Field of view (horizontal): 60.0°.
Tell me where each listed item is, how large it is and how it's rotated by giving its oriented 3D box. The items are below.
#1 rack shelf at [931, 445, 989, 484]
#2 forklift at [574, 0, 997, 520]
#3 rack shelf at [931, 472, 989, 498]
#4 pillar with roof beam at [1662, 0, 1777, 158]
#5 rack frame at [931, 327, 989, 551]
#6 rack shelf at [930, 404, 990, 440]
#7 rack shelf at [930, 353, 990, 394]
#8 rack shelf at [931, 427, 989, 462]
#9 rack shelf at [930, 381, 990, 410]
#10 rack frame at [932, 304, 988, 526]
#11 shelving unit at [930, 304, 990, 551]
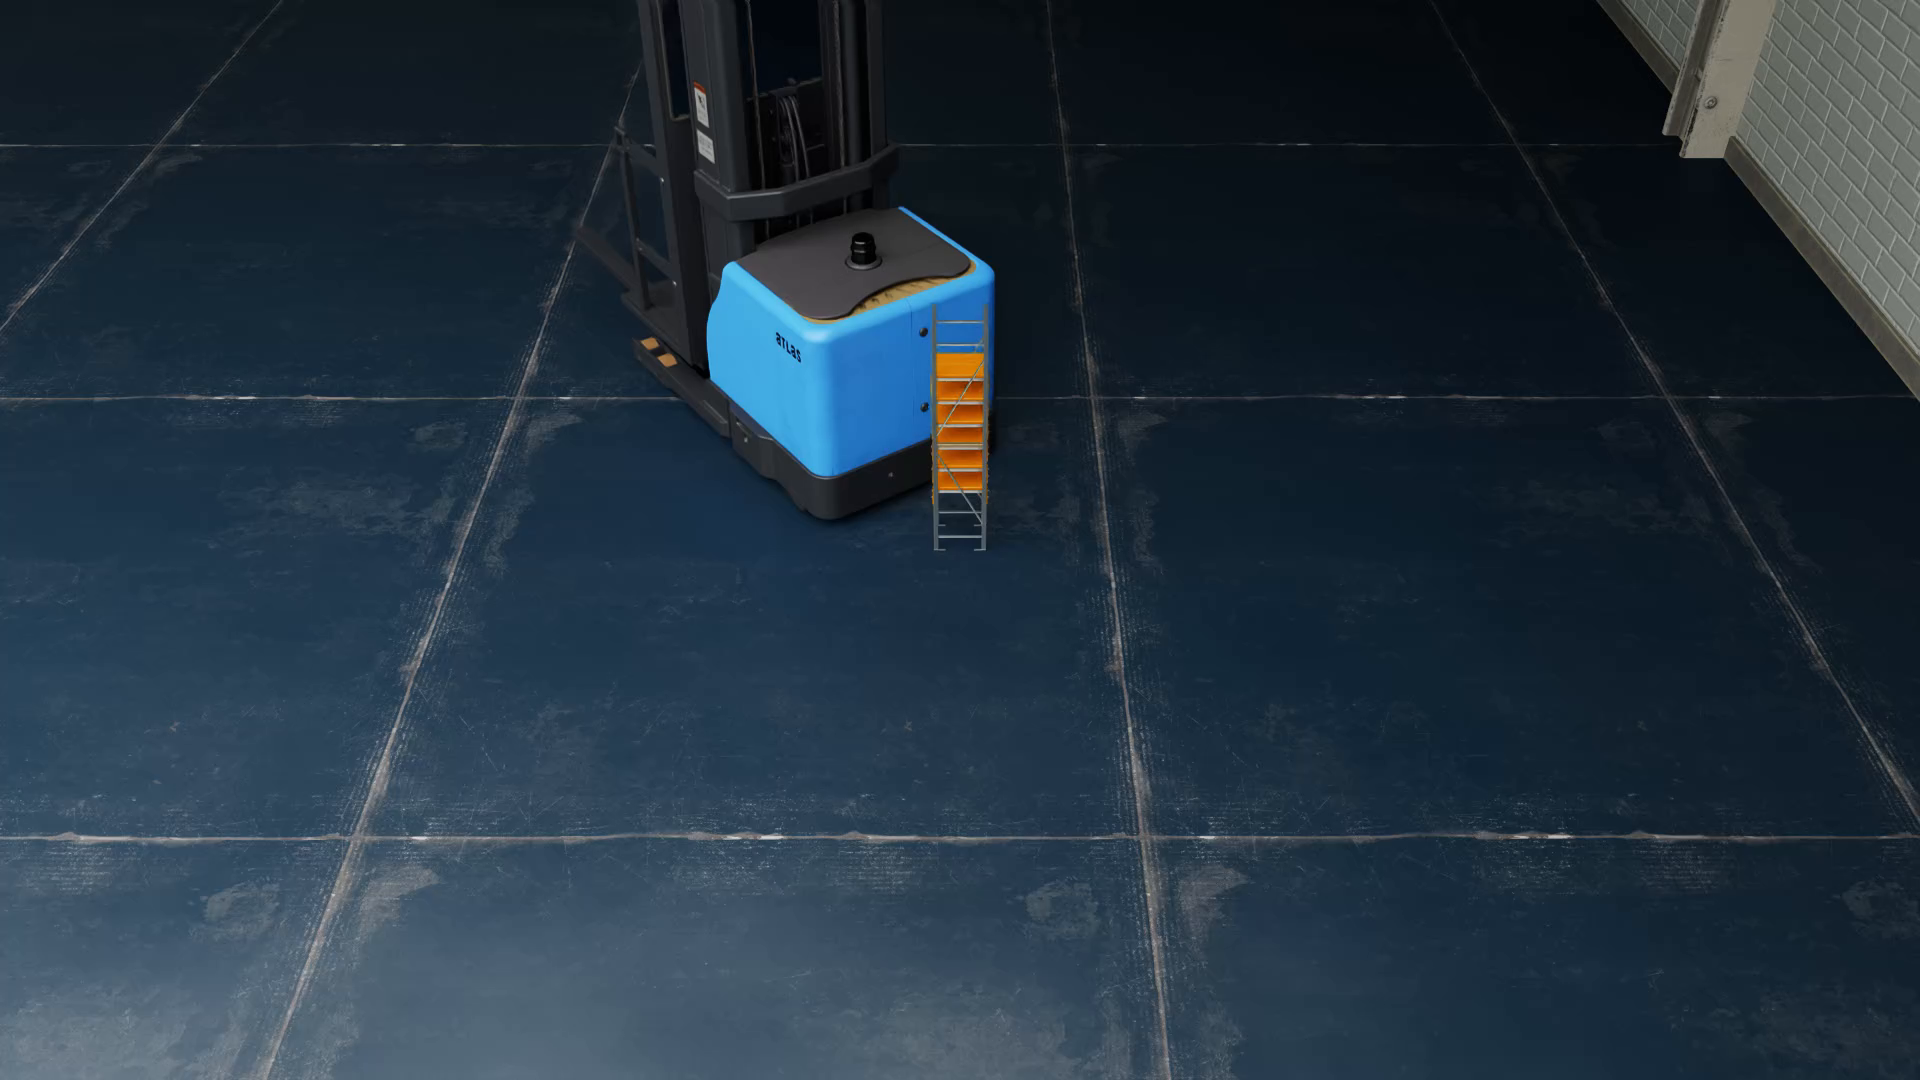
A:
[{"bbox_3d":[0.000,-0.349,7.489,0.258,0.103,0.180,0,39,0],"label":"rack shelf"},{"bbox_3d":[-1.086,-2.117,8.047,1.130,2.935,3.031,-24,45,-27],"label":"forklift"},{"bbox_3d":[0.000,-0.255,7.564,0.258,0.103,0.180,0,39,0],"label":"rack shelf"},{"bbox_3d":[0.565,-6.130,8.203,9.100,9.000,0.400,0,39,0],"label":"pillar with roof beam"},{"bbox_3d":[0.000,-0.420,7.315,0.240,1.200,0.006,0,39,0],"label":"rack frame"},{"bbox_3d":[0.000,-0.536,7.339,0.258,0.103,0.180,0,39,0],"label":"rack shelf"},{"bbox_3d":[0.000,-0.724,7.189,0.258,0.103,0.180,0,39,0],"label":"rack shelf"},{"bbox_3d":[0.000,-0.443,7.414,0.258,0.103,0.180,0,39,0],"label":"rack shelf"},{"bbox_3d":[0.000,-0.630,7.264,0.258,0.103,0.180,0,39,0],"label":"rack shelf"},{"bbox_3d":[0.000,-0.534,7.457,0.240,1.200,0.006,0,39,0],"label":"rack frame"},{"bbox_3d":[0.000,-0.477,7.386,0.258,1.200,0.189,0,39,0],"label":"shelving unit"}]
